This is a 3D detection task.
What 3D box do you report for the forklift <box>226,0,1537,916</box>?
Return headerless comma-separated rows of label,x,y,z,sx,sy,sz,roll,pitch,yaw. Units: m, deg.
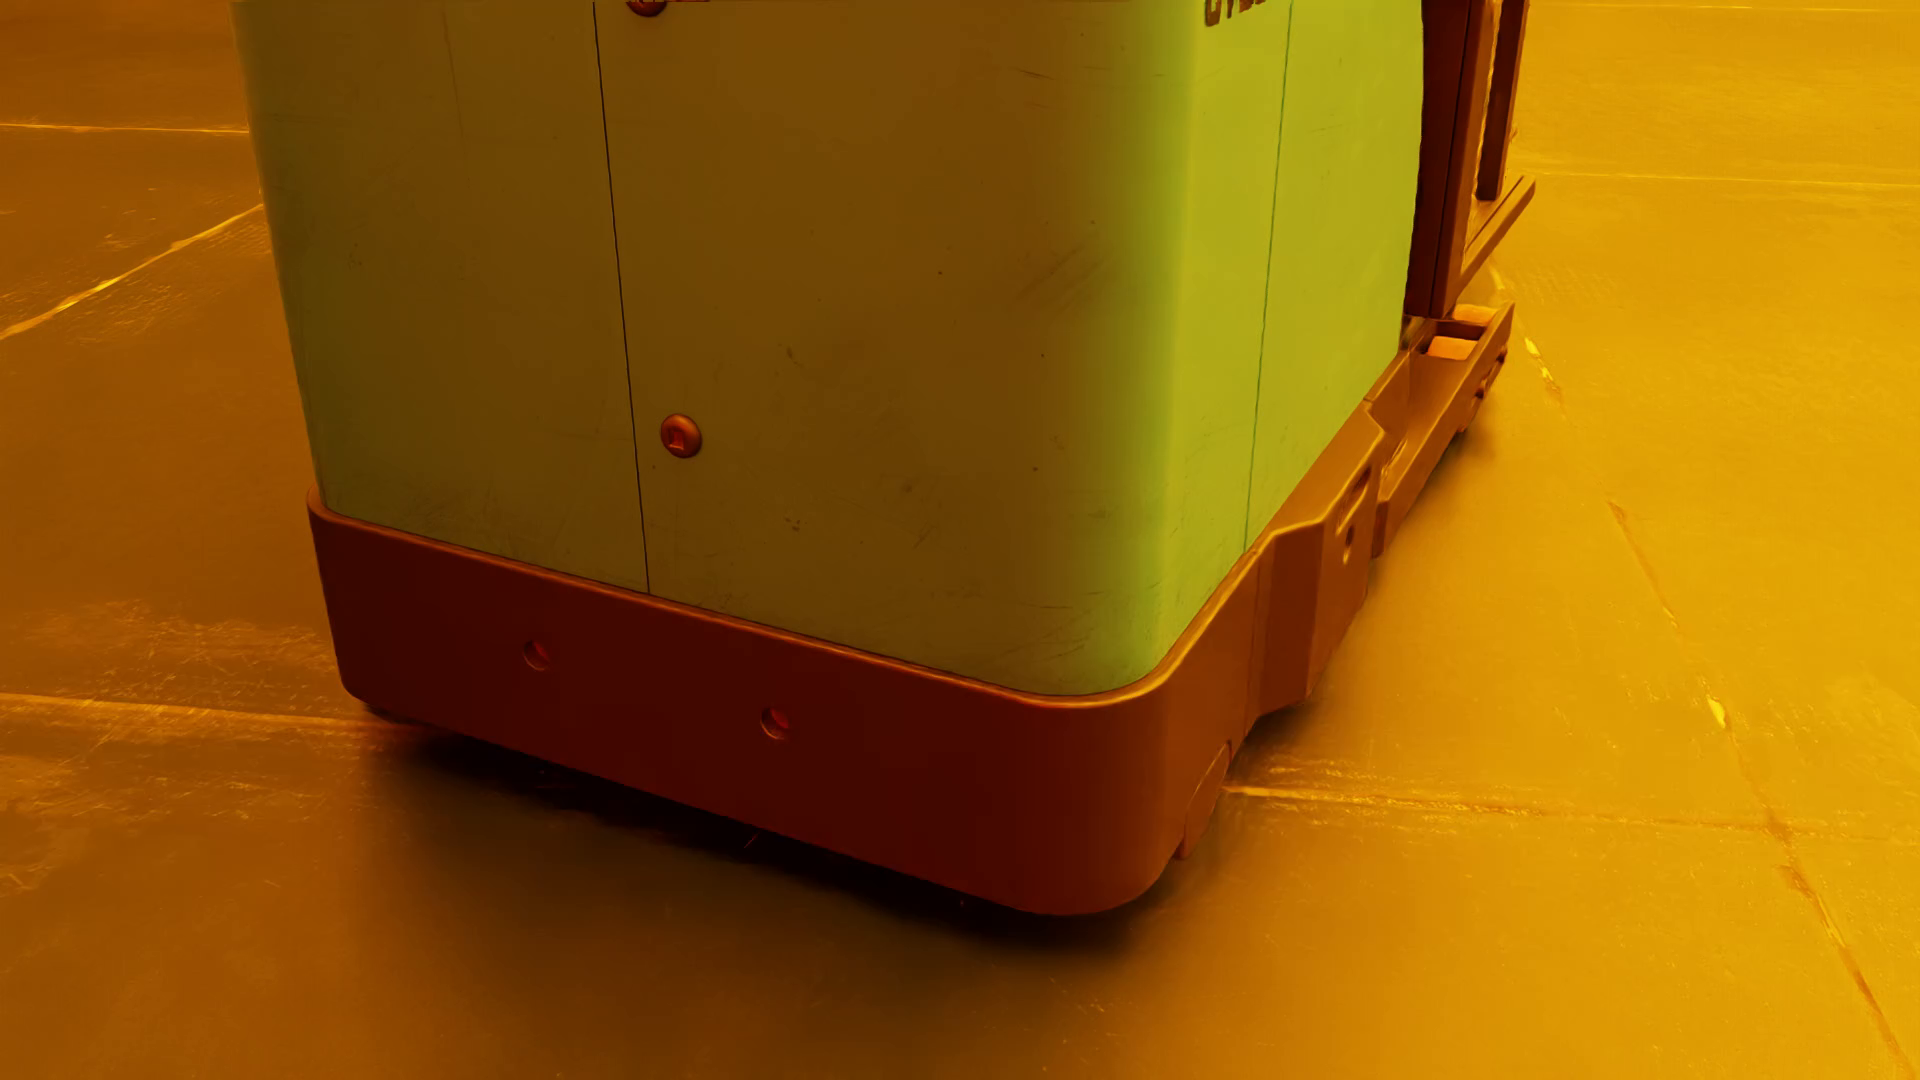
forklift,0.357,-1.576,2.375,1.130,2.935,3.031,13,29,24
